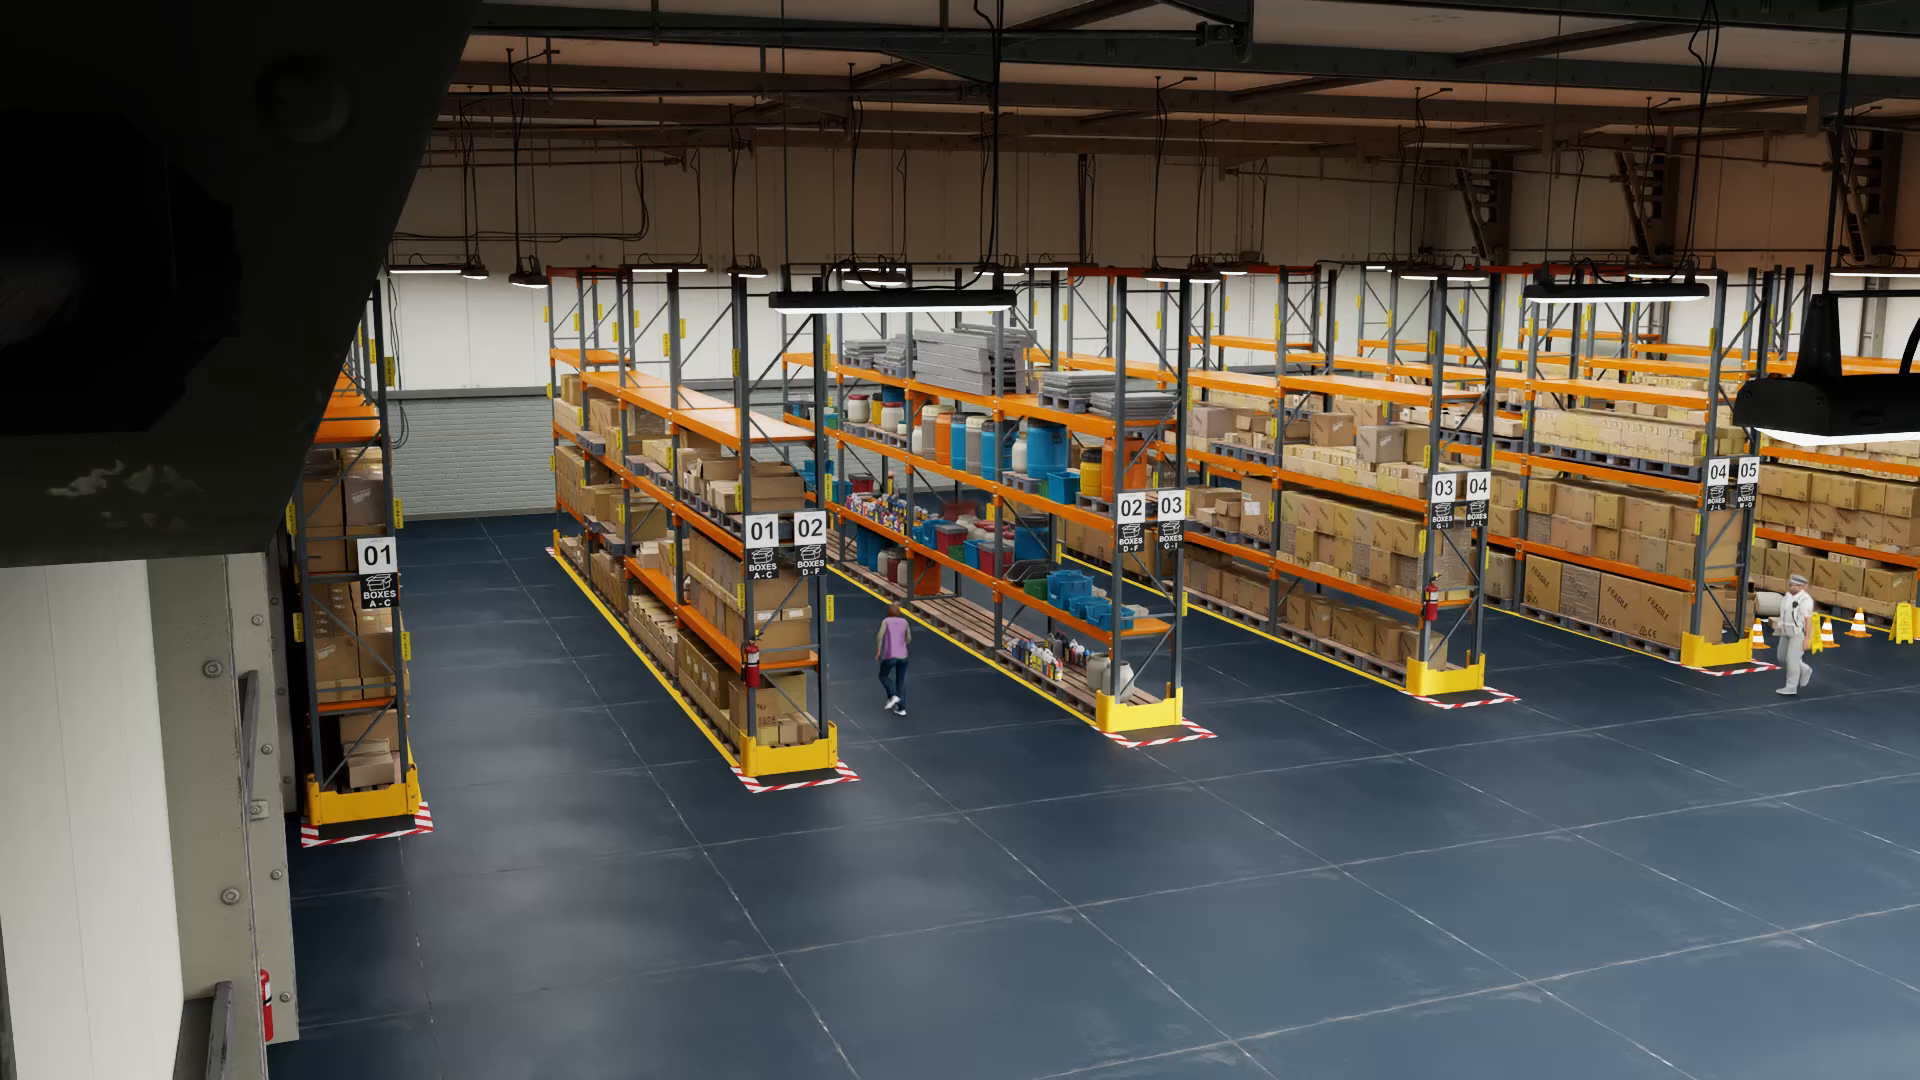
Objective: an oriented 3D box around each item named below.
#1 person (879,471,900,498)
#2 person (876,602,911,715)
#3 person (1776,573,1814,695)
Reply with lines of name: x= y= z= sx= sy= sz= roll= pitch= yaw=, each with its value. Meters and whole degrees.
person: x=-1.465 y=-0.605 z=35.176 sx=0.569 sy=1.733 sz=0.401 roll=8 pitch=13 yaw=38
person: x=-0.918 y=1.625 z=23.069 sx=0.546 sy=1.493 sz=0.754 roll=-3 pitch=10 yaw=-19
person: x=12.066 y=1.330 z=23.897 sx=0.710 sy=1.741 sz=0.542 roll=-2 pitch=10 yaw=-13
